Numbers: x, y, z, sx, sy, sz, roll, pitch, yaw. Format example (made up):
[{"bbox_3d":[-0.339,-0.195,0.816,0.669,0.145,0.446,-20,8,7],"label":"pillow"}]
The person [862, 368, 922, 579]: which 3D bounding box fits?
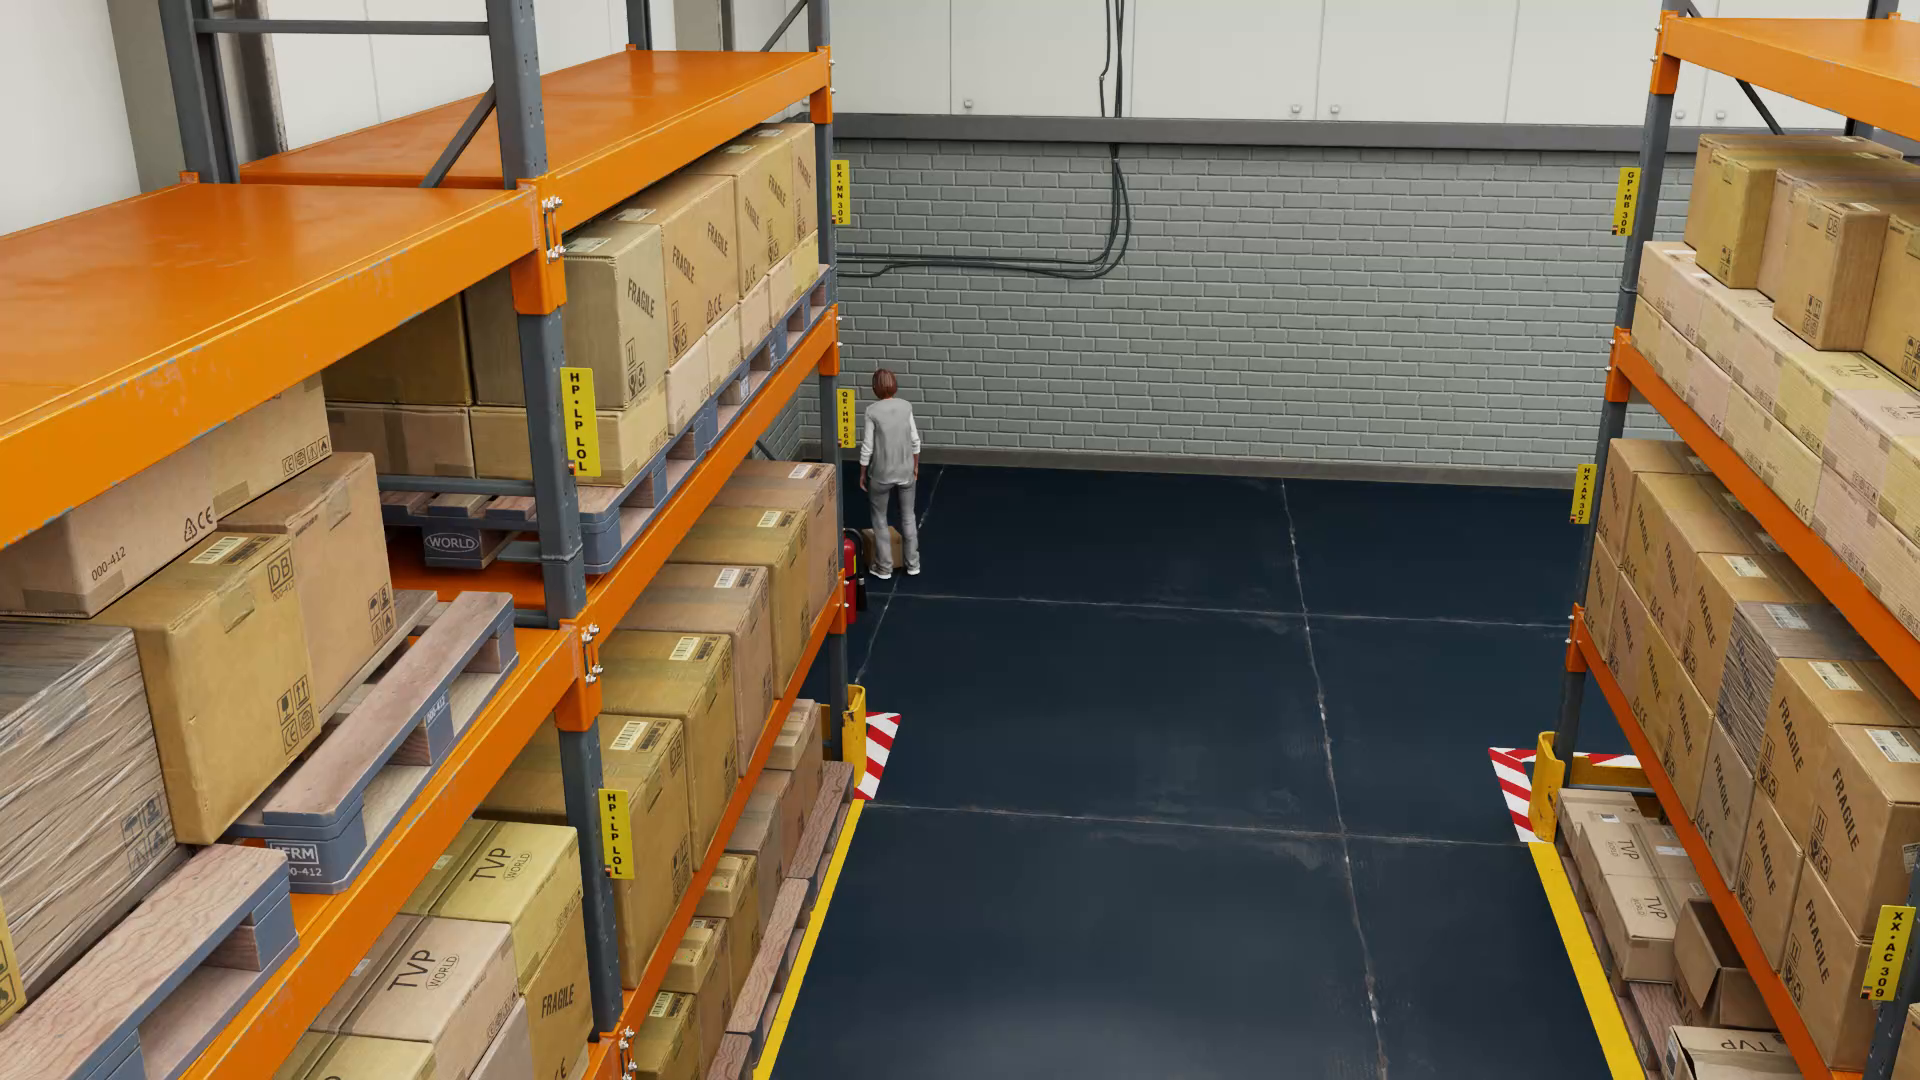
[{"bbox_3d":[-0.504,-0.477,12.326,0.462,1.582,0.343,-7,23,-17],"label":"person"}]
